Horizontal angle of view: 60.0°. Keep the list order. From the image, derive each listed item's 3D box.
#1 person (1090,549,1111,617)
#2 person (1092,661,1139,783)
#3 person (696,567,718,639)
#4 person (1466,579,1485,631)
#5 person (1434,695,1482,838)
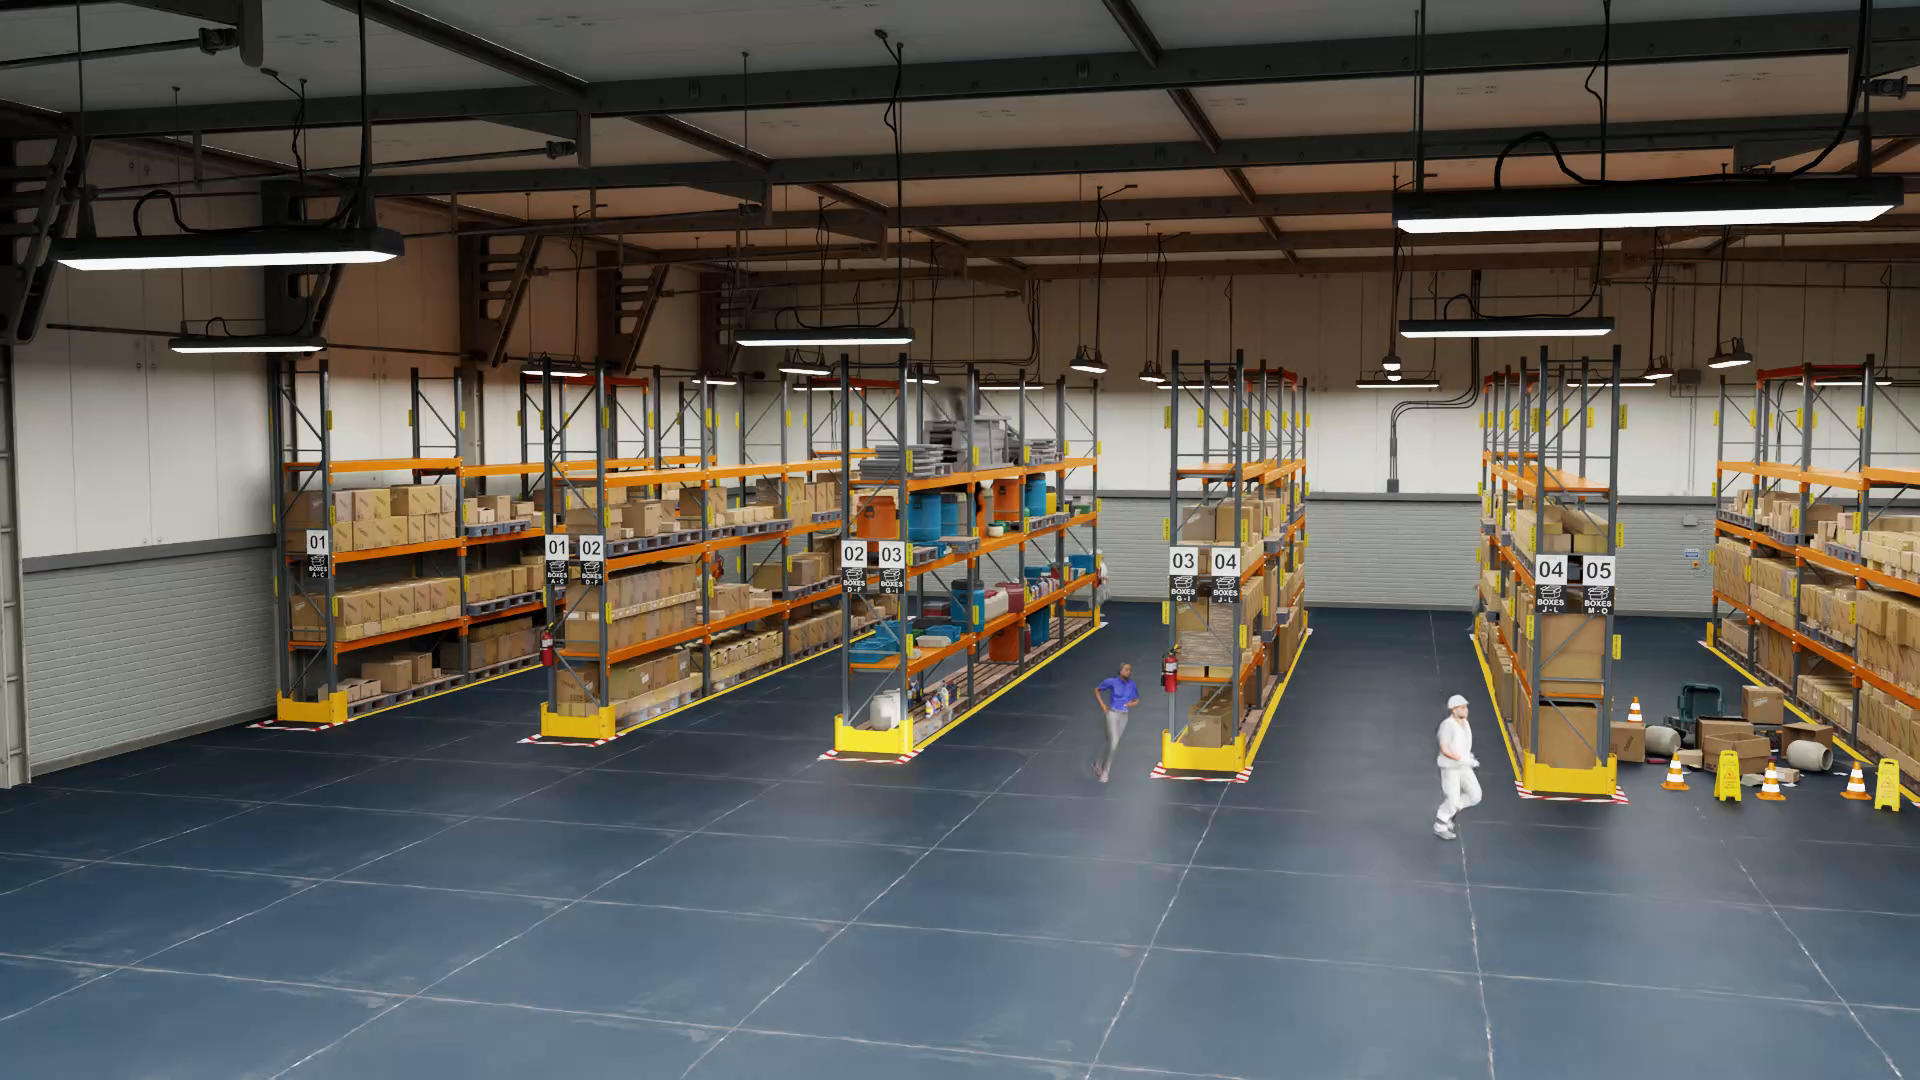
[{"bbox_3d":[3.591,1.093,42.463,0.546,1.723,0.700,2,5,25],"label":"person"},{"bbox_3d":[2.158,2.538,23.308,0.646,1.695,0.676,-2,5,-27],"label":"person"},{"bbox_3d":[-5.874,1.421,38.347,0.600,1.670,0.794,0,4,1],"label":"person"},{"bbox_3d":[12.378,1.306,39.263,0.852,1.770,0.704,2,5,29],"label":"person"},{"bbox_3d":[5.954,2.705,19.789,0.661,1.735,0.642,-4,5,-41],"label":"person"}]
